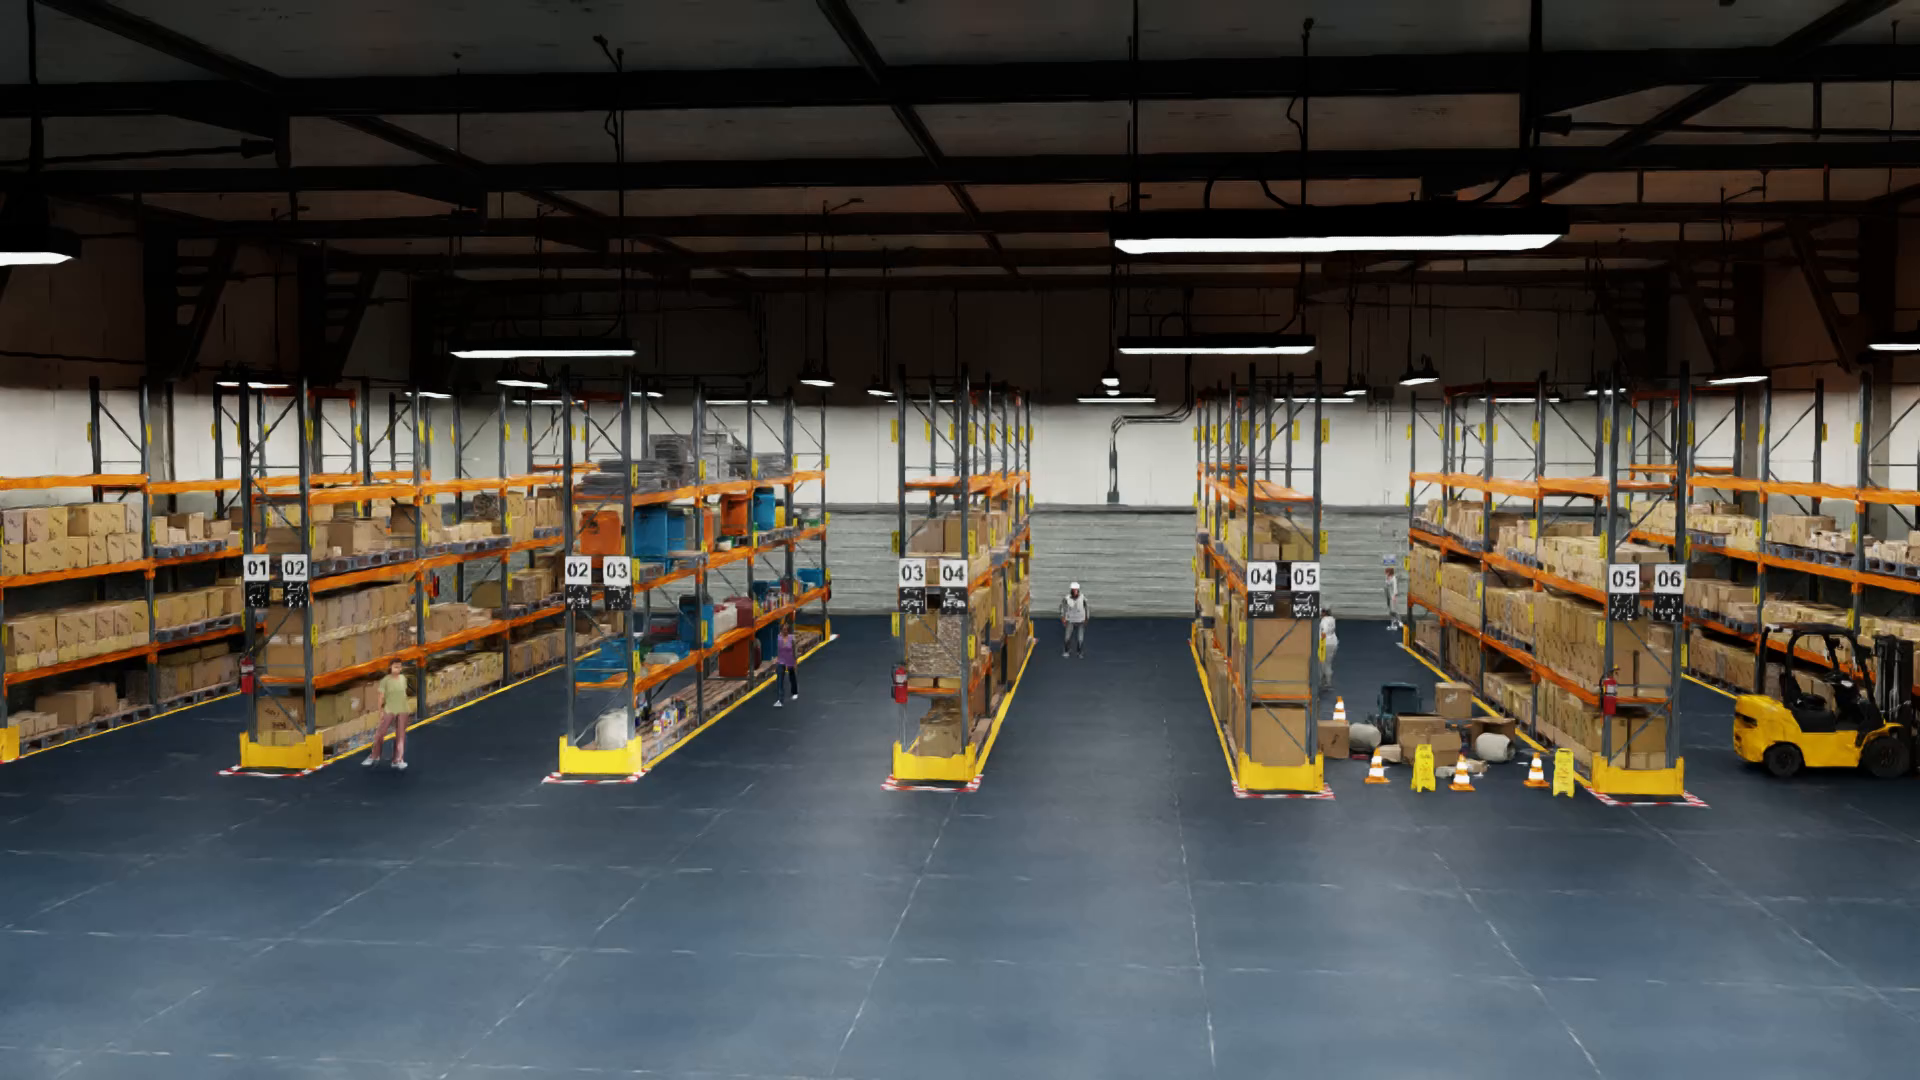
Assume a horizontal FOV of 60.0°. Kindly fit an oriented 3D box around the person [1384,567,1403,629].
[{"bbox_3d":[11.061,1.483,42.474,0.398,1.572,0.545,-2,4,-25],"label":"person"}]

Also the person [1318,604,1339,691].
[{"bbox_3d":[7.106,2.086,32.389,0.477,1.667,0.523,3,5,36],"label":"person"}]

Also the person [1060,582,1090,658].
[{"bbox_3d":[2.550,1.780,36.914,0.676,1.725,0.574,0,4,4],"label":"person"}]

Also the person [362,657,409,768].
[{"bbox_3d":[-8.585,2.578,24.853,0.654,1.665,0.482,-3,5,-37],"label":"person"}]

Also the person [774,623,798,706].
[{"bbox_3d":[-3.175,2.259,30.638,0.416,1.509,1.034,0,4,5],"label":"person"}]
